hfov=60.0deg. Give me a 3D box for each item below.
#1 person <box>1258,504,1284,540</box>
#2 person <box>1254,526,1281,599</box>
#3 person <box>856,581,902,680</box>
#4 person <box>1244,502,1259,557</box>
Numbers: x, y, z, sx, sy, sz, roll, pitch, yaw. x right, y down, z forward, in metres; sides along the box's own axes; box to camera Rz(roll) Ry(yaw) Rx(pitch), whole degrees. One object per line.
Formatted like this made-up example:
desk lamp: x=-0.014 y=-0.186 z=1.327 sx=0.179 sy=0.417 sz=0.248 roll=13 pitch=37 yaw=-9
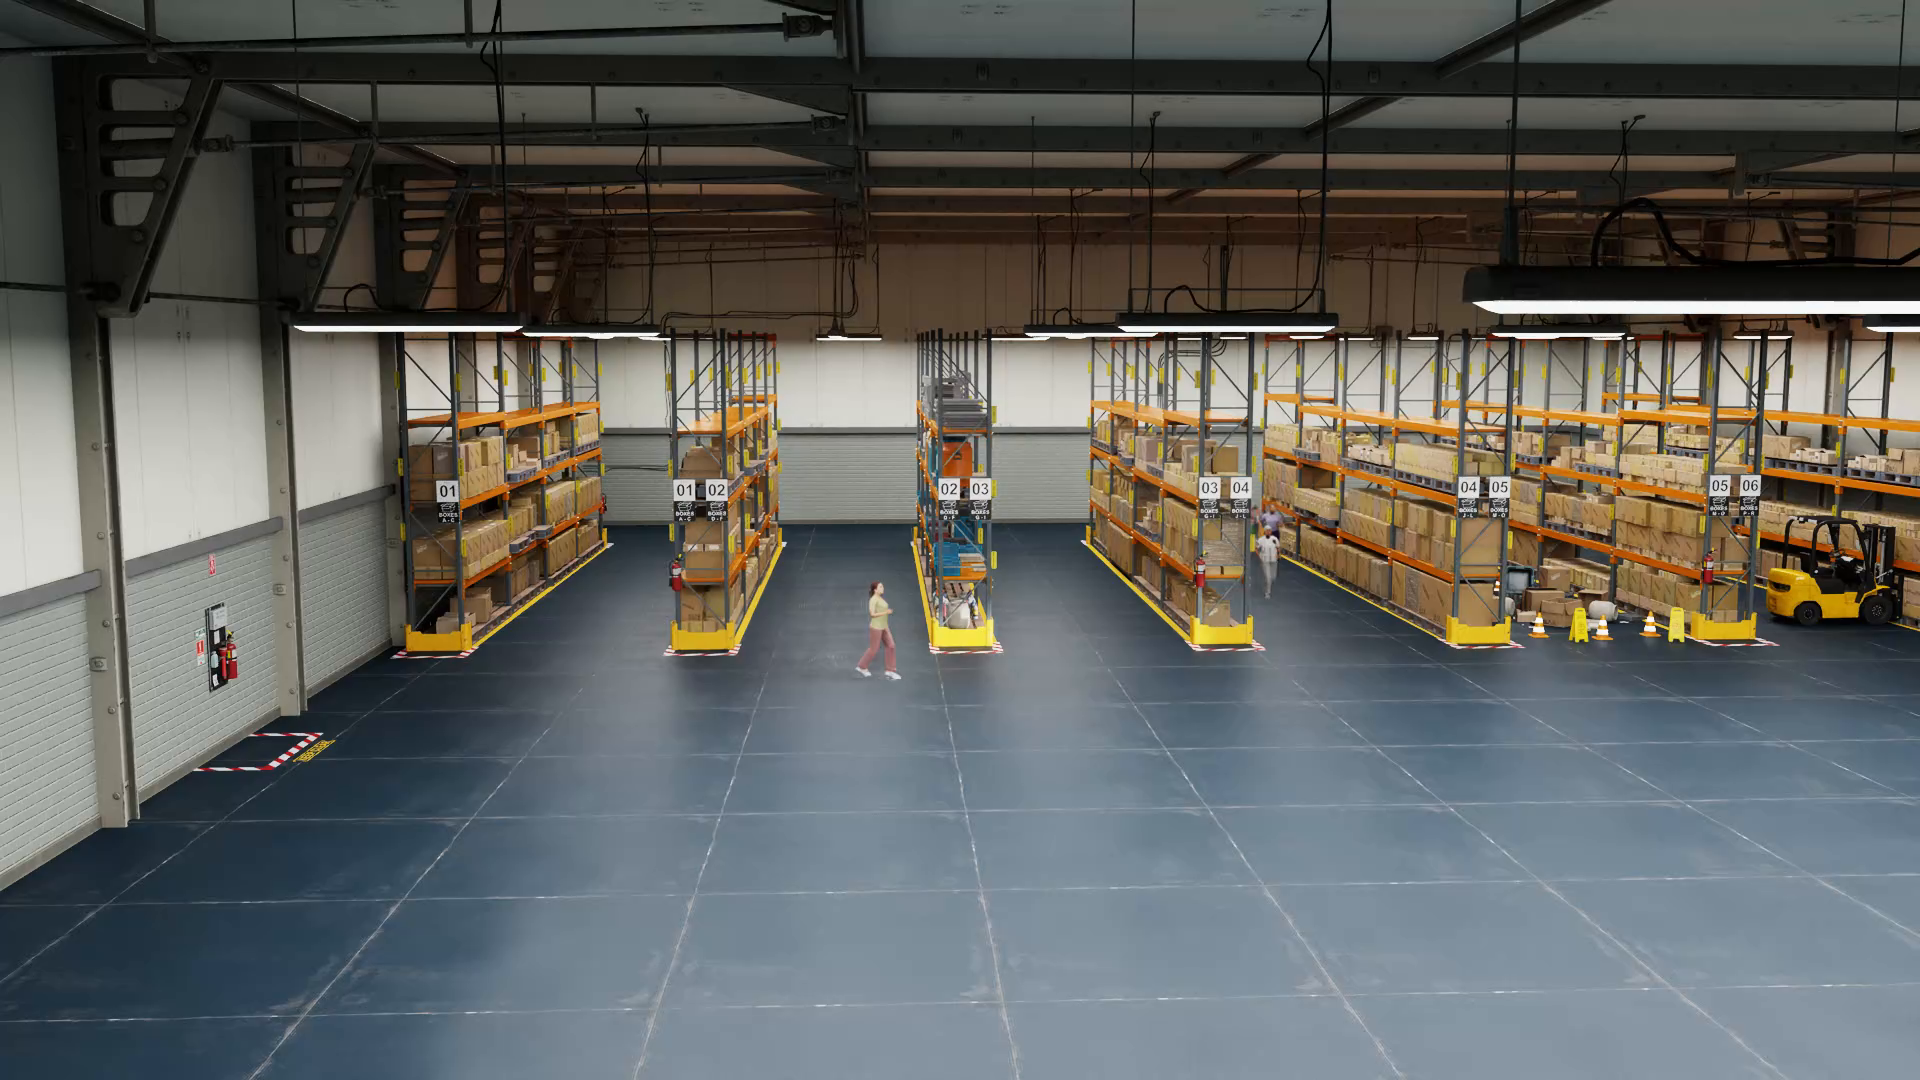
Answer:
person: x=7.925 y=-0.066 z=42.338 sx=0.577 sy=1.698 sz=0.750 roll=-1 pitch=7 yaw=-7
person: x=6.966 y=0.502 z=37.632 sx=0.603 sy=1.637 sz=0.583 roll=-1 pitch=7 yaw=-5
person: x=-1.398 y=1.536 z=28.382 sx=0.814 sy=1.703 sz=0.565 roll=3 pitch=7 yaw=23
person: x=7.675 y=-0.402 z=44.416 sx=0.675 sy=1.761 sz=0.867 roll=0 pitch=7 yaw=3
